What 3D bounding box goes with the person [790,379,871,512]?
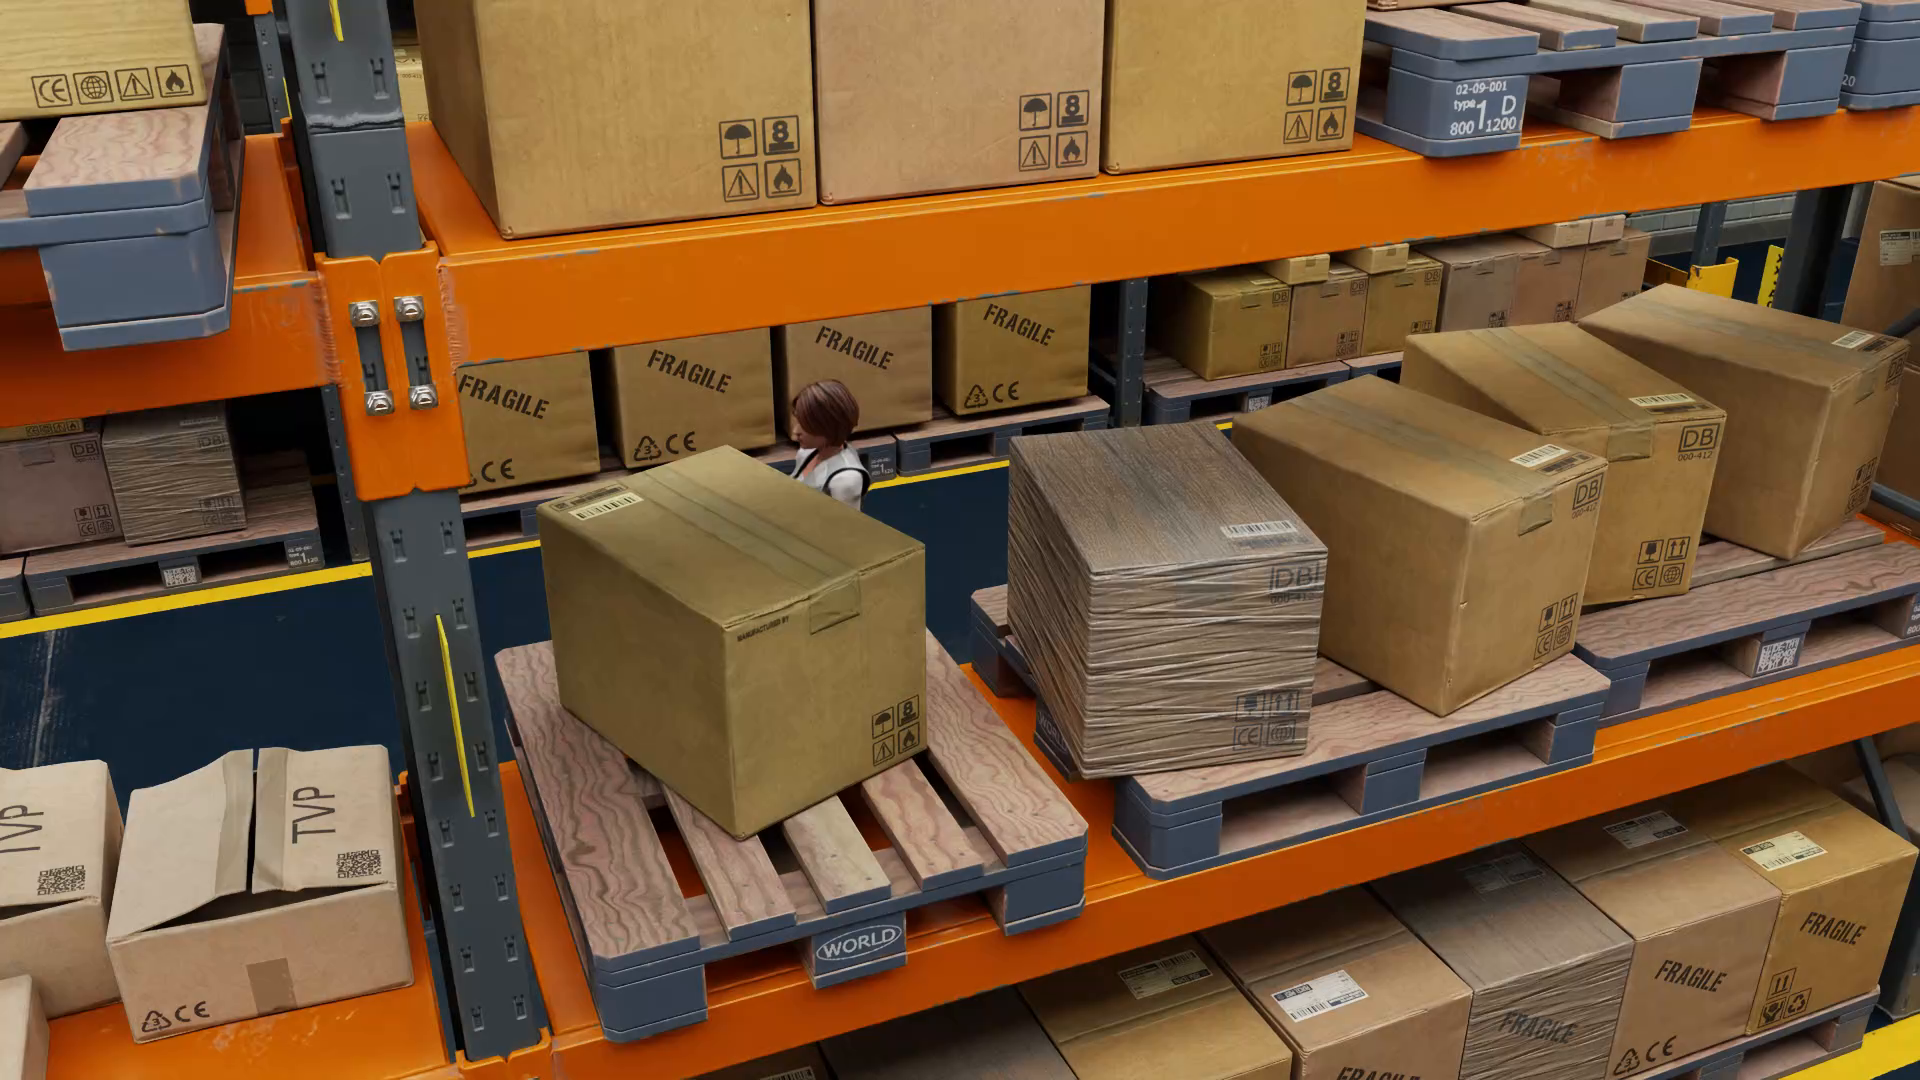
[{"bbox_3d":[-0.451,0.205,5.709,0.301,1.599,0.404,-10,28,-19],"label":"person"}]
